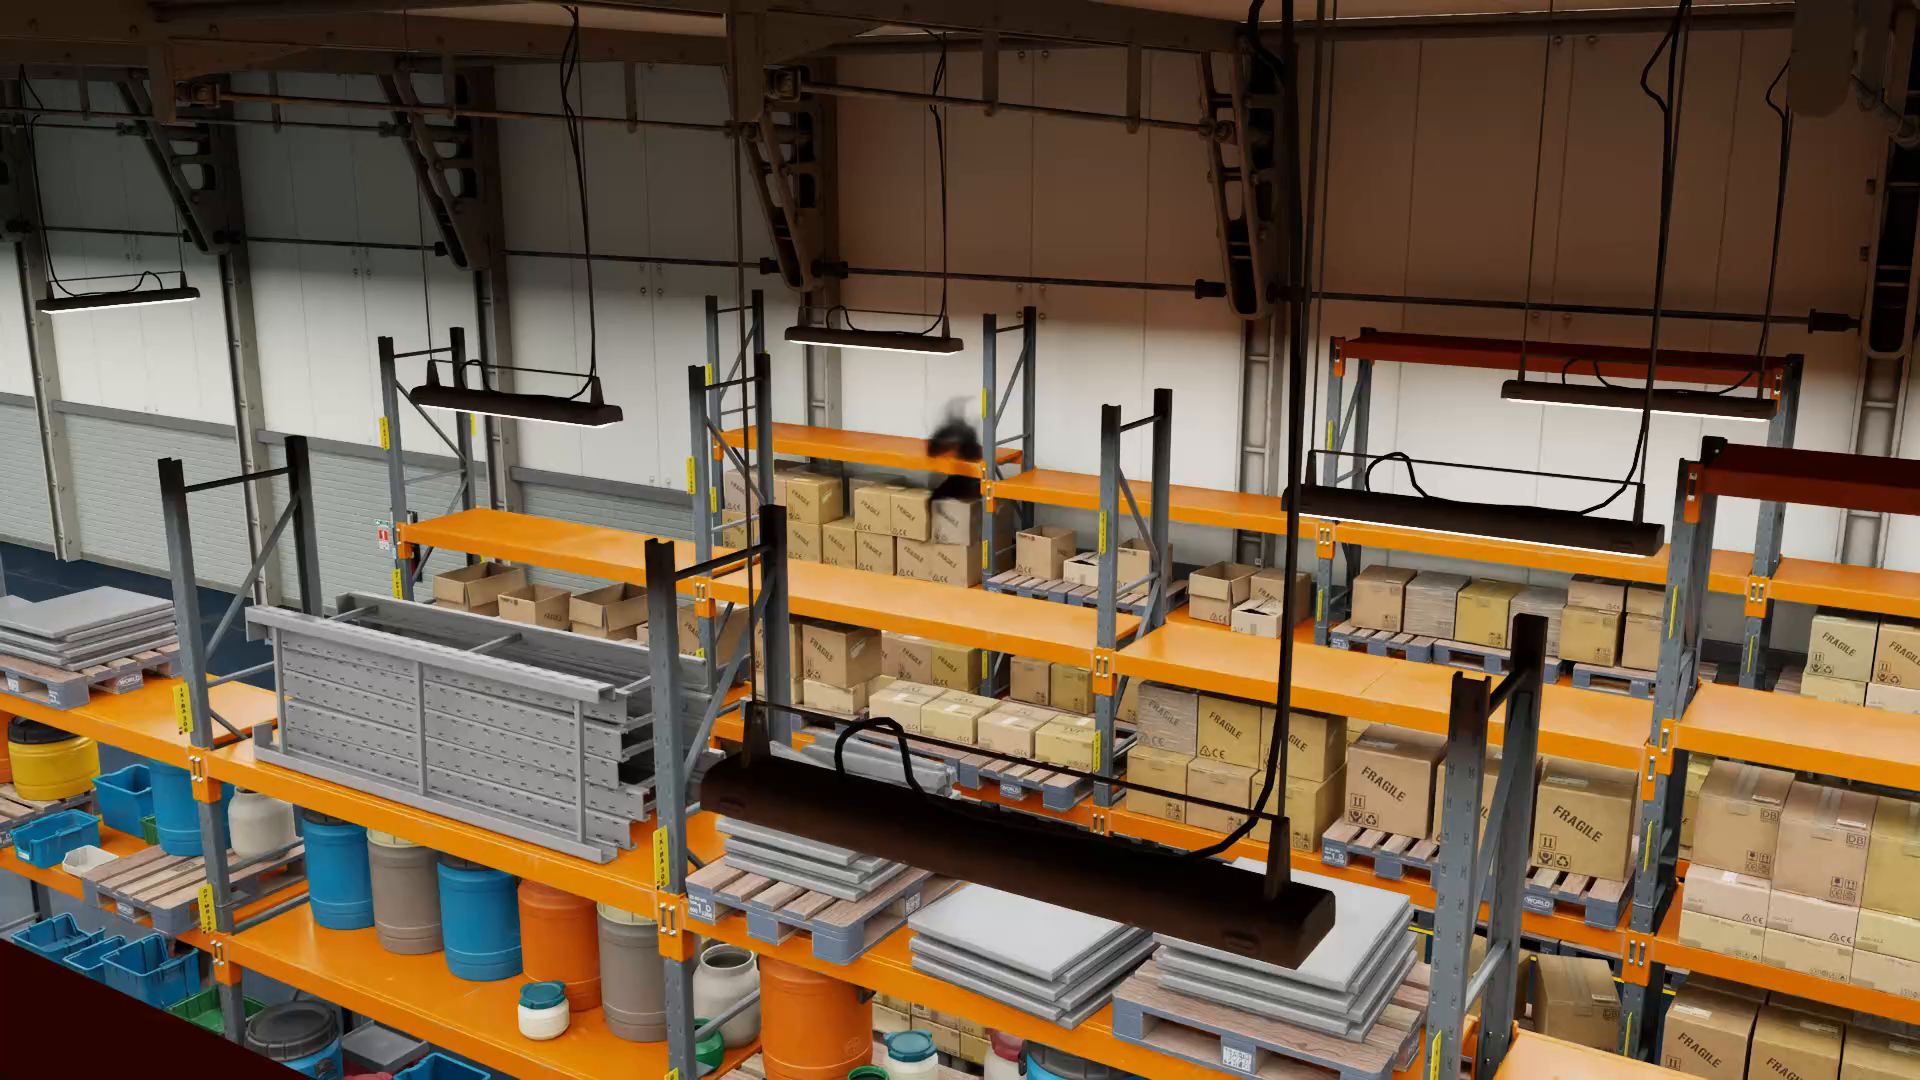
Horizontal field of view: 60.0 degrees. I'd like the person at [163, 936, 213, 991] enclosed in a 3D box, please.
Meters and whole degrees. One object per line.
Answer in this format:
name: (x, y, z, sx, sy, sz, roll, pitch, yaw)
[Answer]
person: (-7.009, 3.633, 15.029, 0.740, 1.669, 0.661, 8, 16, 30)
